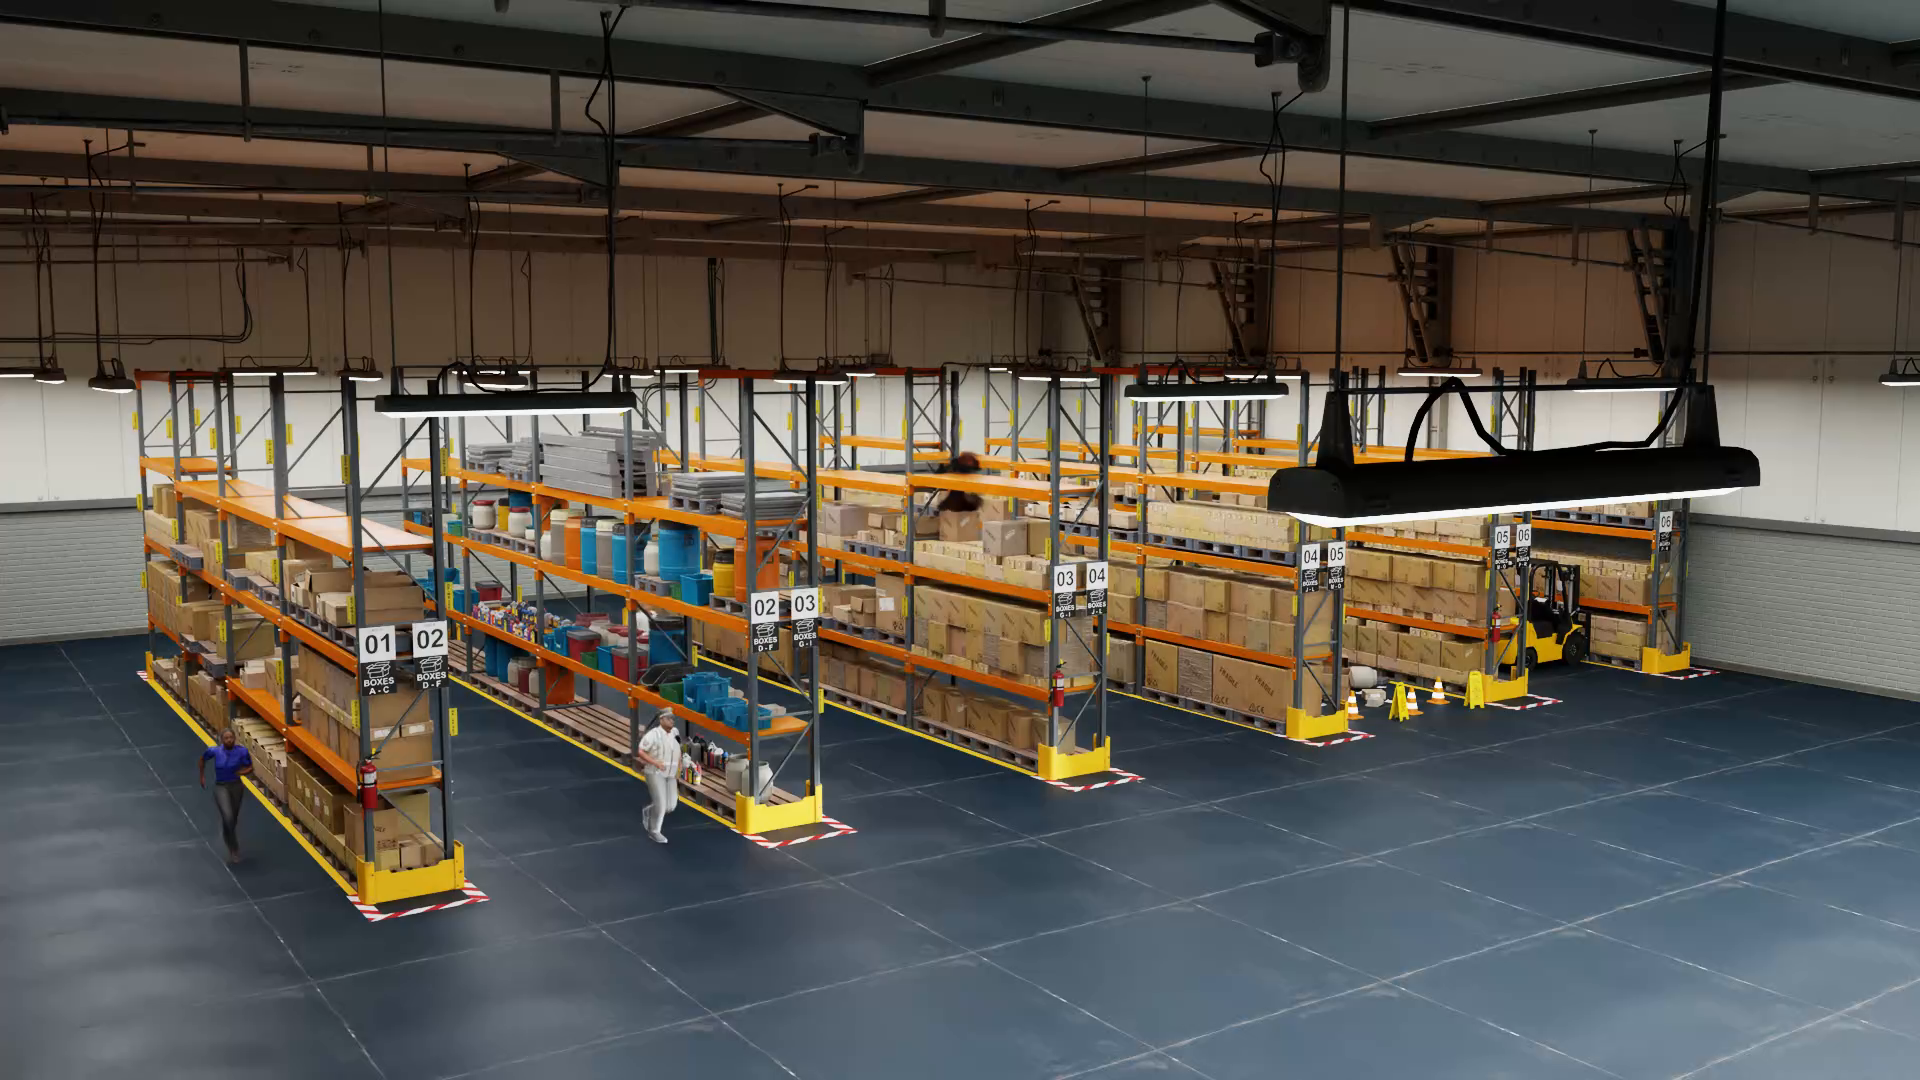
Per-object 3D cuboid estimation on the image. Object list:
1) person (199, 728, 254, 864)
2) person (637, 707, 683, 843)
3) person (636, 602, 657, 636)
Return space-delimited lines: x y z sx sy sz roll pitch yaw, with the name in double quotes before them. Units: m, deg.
"person" -9.196 3.178 20.893 0.599 1.686 0.833 -4 8 -32
"person" -3.907 3.035 21.765 0.660 1.740 0.695 6 9 43
"person" -5.795 1.964 31.016 0.635 1.742 0.714 6 9 44
